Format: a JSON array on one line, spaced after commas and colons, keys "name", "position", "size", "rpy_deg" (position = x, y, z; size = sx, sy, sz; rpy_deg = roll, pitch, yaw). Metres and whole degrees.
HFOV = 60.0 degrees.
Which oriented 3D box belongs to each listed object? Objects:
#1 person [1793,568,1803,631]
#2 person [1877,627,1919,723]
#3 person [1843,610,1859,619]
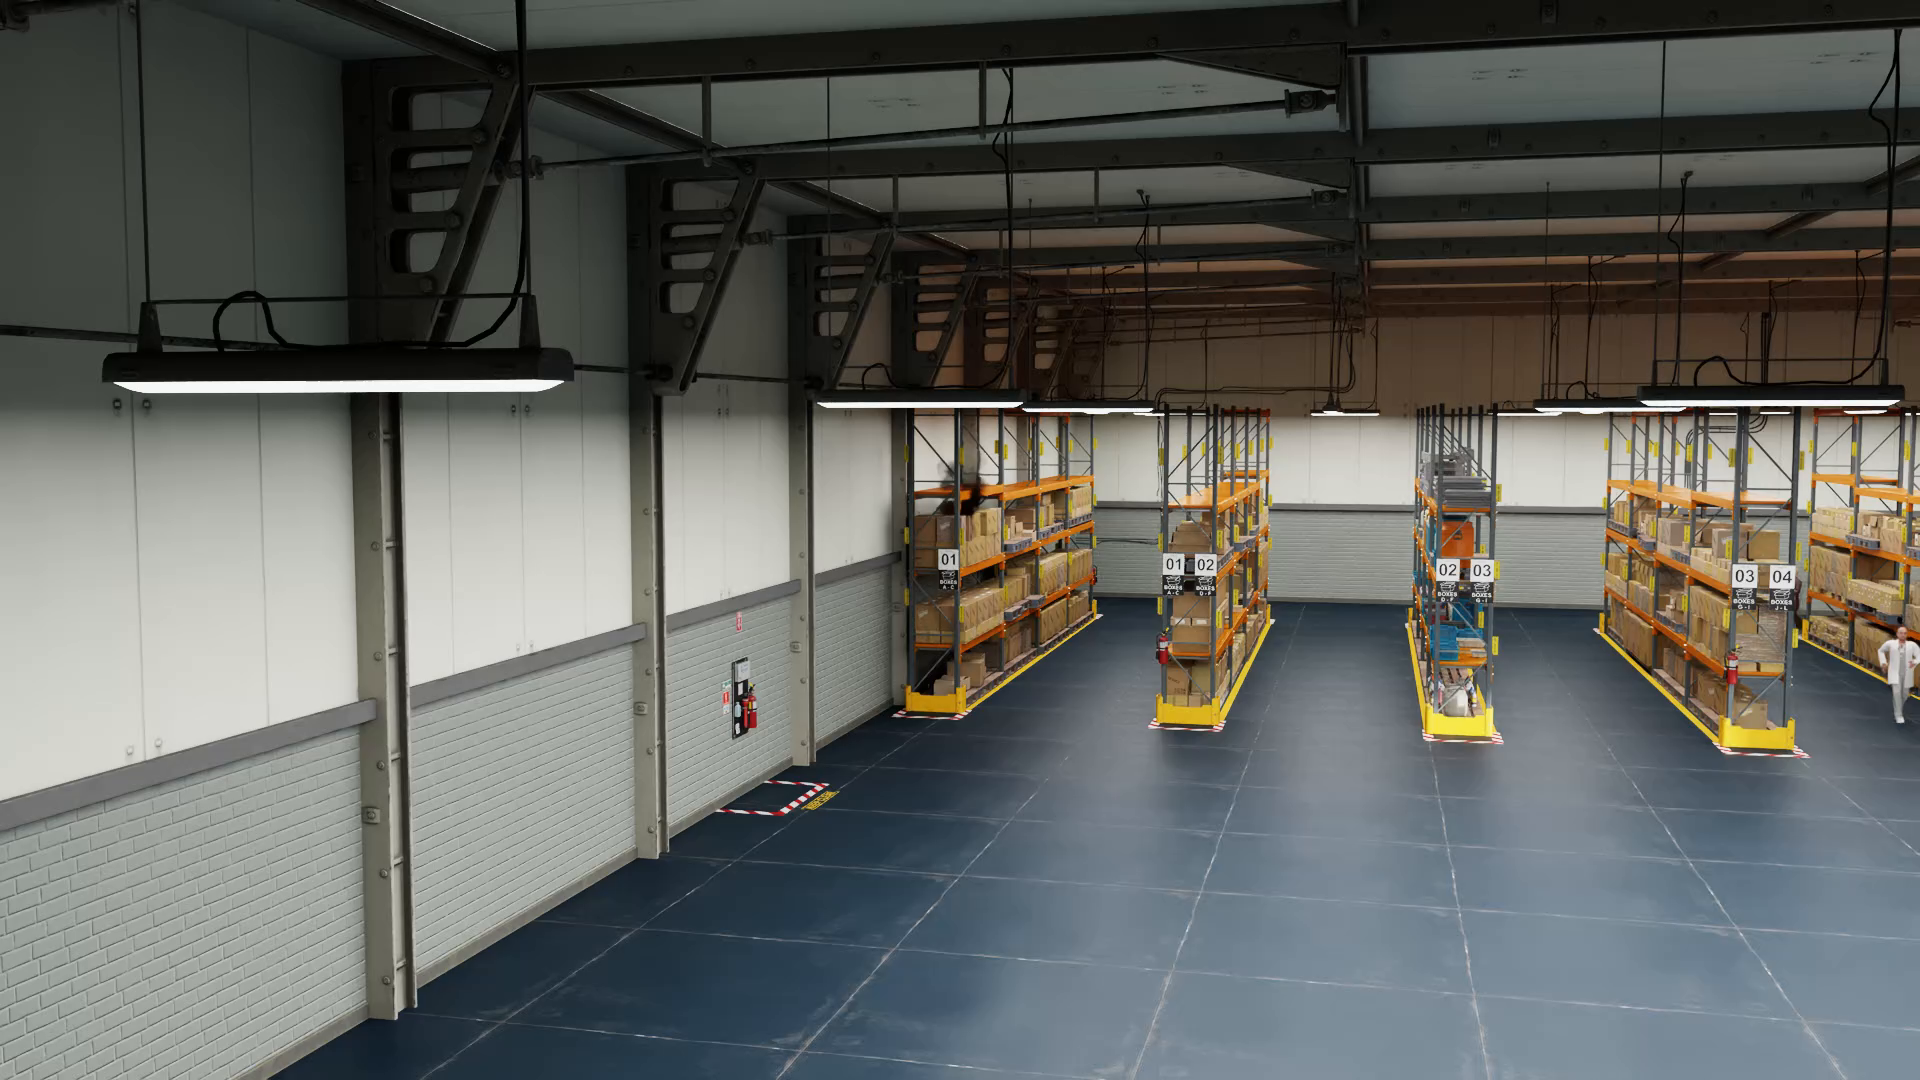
[{"name": "person", "position": [22.121, 1.637, 44.135], "size": [0.875, 1.809, 0.686], "rpy_deg": [0, 4, -7]}, {"name": "person", "position": [17.782, 2.528, 31.457], "size": [0.728, 1.762, 1.033], "rpy_deg": [1, 4, 19]}, {"name": "person", "position": [23.540, 1.702, 43.875], "size": [0.697, 1.651, 0.561], "rpy_deg": [-3, 5, -35]}]
